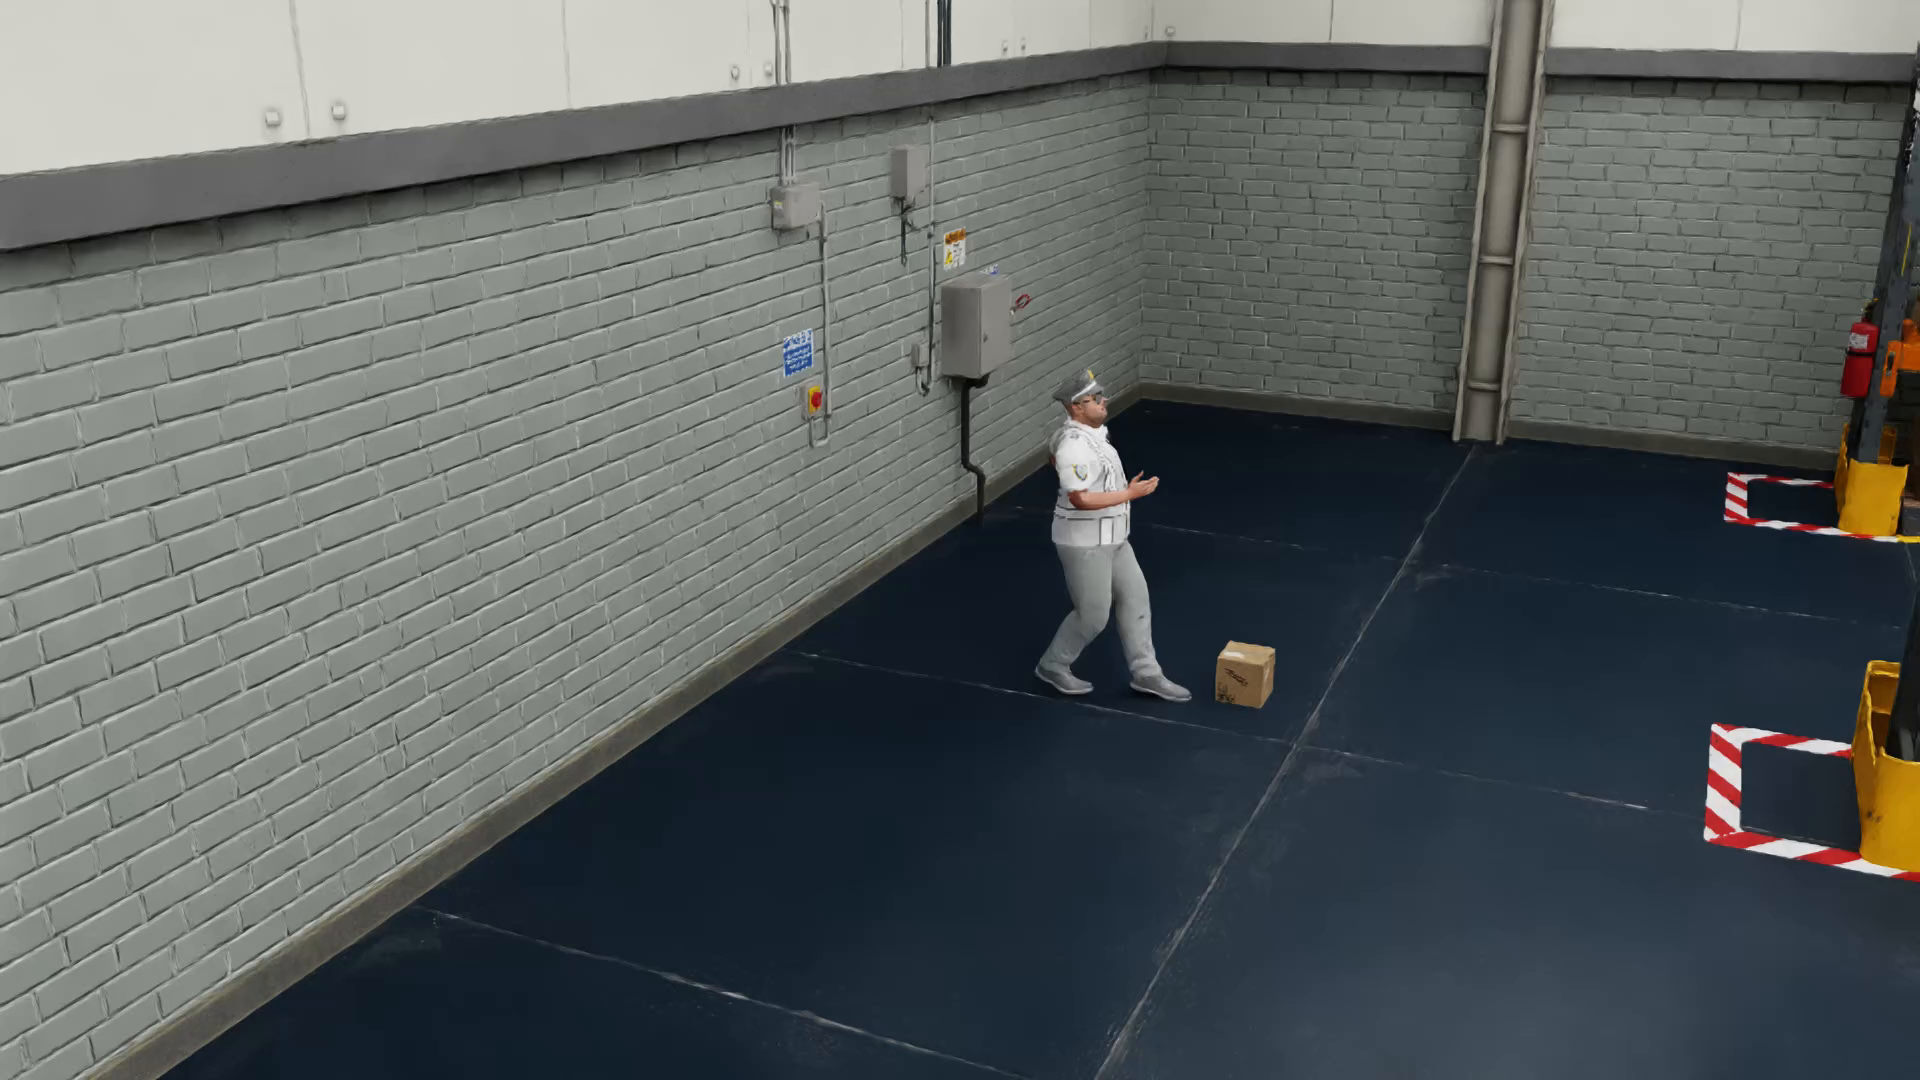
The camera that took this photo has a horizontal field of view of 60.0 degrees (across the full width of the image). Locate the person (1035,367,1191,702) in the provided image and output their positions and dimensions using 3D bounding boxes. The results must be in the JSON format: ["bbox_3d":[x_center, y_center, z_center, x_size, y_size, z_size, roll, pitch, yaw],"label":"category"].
[{"bbox_3d":[0.776,-0.005,8.550,0.858,1.771,0.621,8,20,22],"label":"person"}]
